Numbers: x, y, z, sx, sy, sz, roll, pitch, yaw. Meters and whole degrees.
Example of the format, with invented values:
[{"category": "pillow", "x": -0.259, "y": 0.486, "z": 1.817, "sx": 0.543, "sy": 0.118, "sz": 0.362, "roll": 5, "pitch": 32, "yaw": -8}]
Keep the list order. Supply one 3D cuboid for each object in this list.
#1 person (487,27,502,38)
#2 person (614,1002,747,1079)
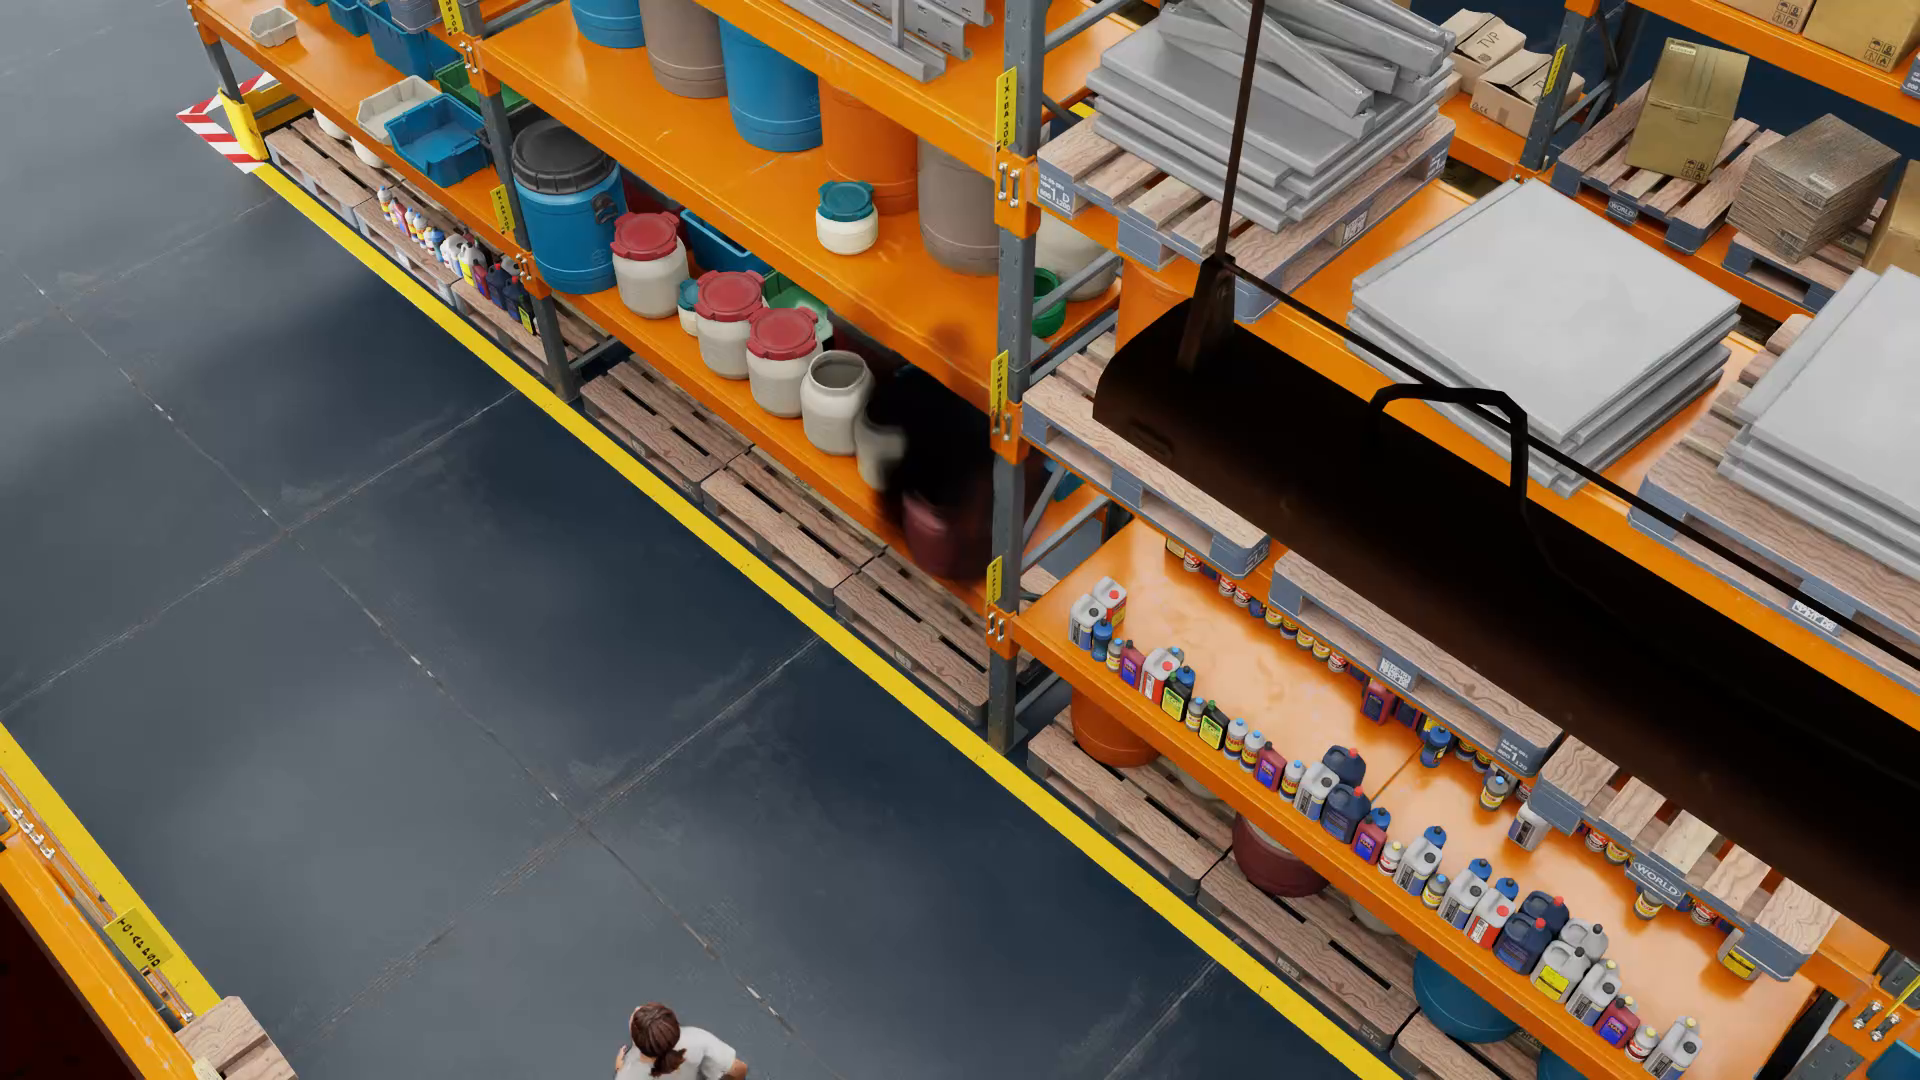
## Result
[{"category": "person", "x": -3.742, "y": -4.221, "z": 12.811, "sx": 0.584, "sy": 1.703, "sz": 0.690, "roll": 36, "pitch": 59, "yaw": 26}, {"category": "person", "x": -1.150, "y": 2.429, "z": 6.933, "sx": 0.559, "sy": 1.733, "sz": 0.786, "roll": -36, "pitch": 59, "yaw": -26}]
